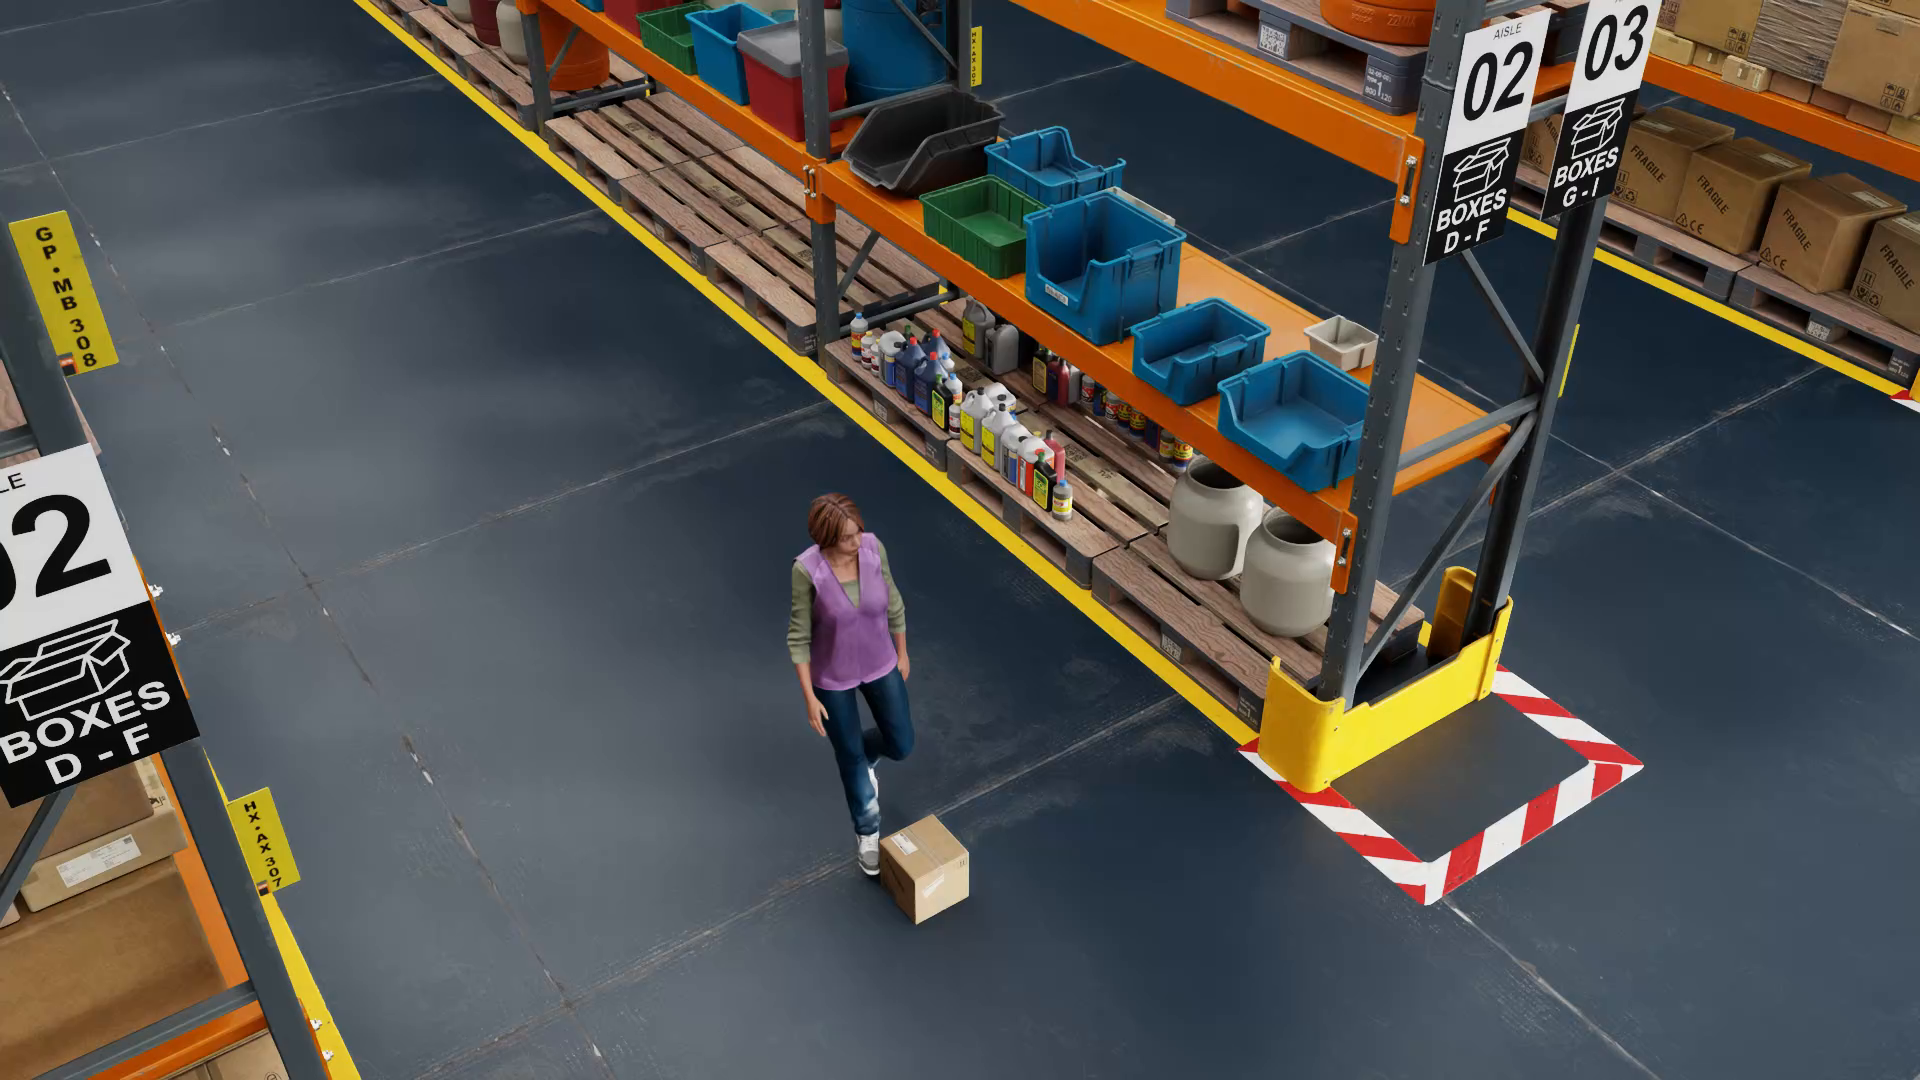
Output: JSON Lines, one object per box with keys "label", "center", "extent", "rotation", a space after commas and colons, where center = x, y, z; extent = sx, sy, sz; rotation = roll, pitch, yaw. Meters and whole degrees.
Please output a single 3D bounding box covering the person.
{"label": "person", "center": [-0.394, 0.534, 6.284], "extent": [0.485, 1.586, 0.554], "rotation": [-15, 39, -19]}
